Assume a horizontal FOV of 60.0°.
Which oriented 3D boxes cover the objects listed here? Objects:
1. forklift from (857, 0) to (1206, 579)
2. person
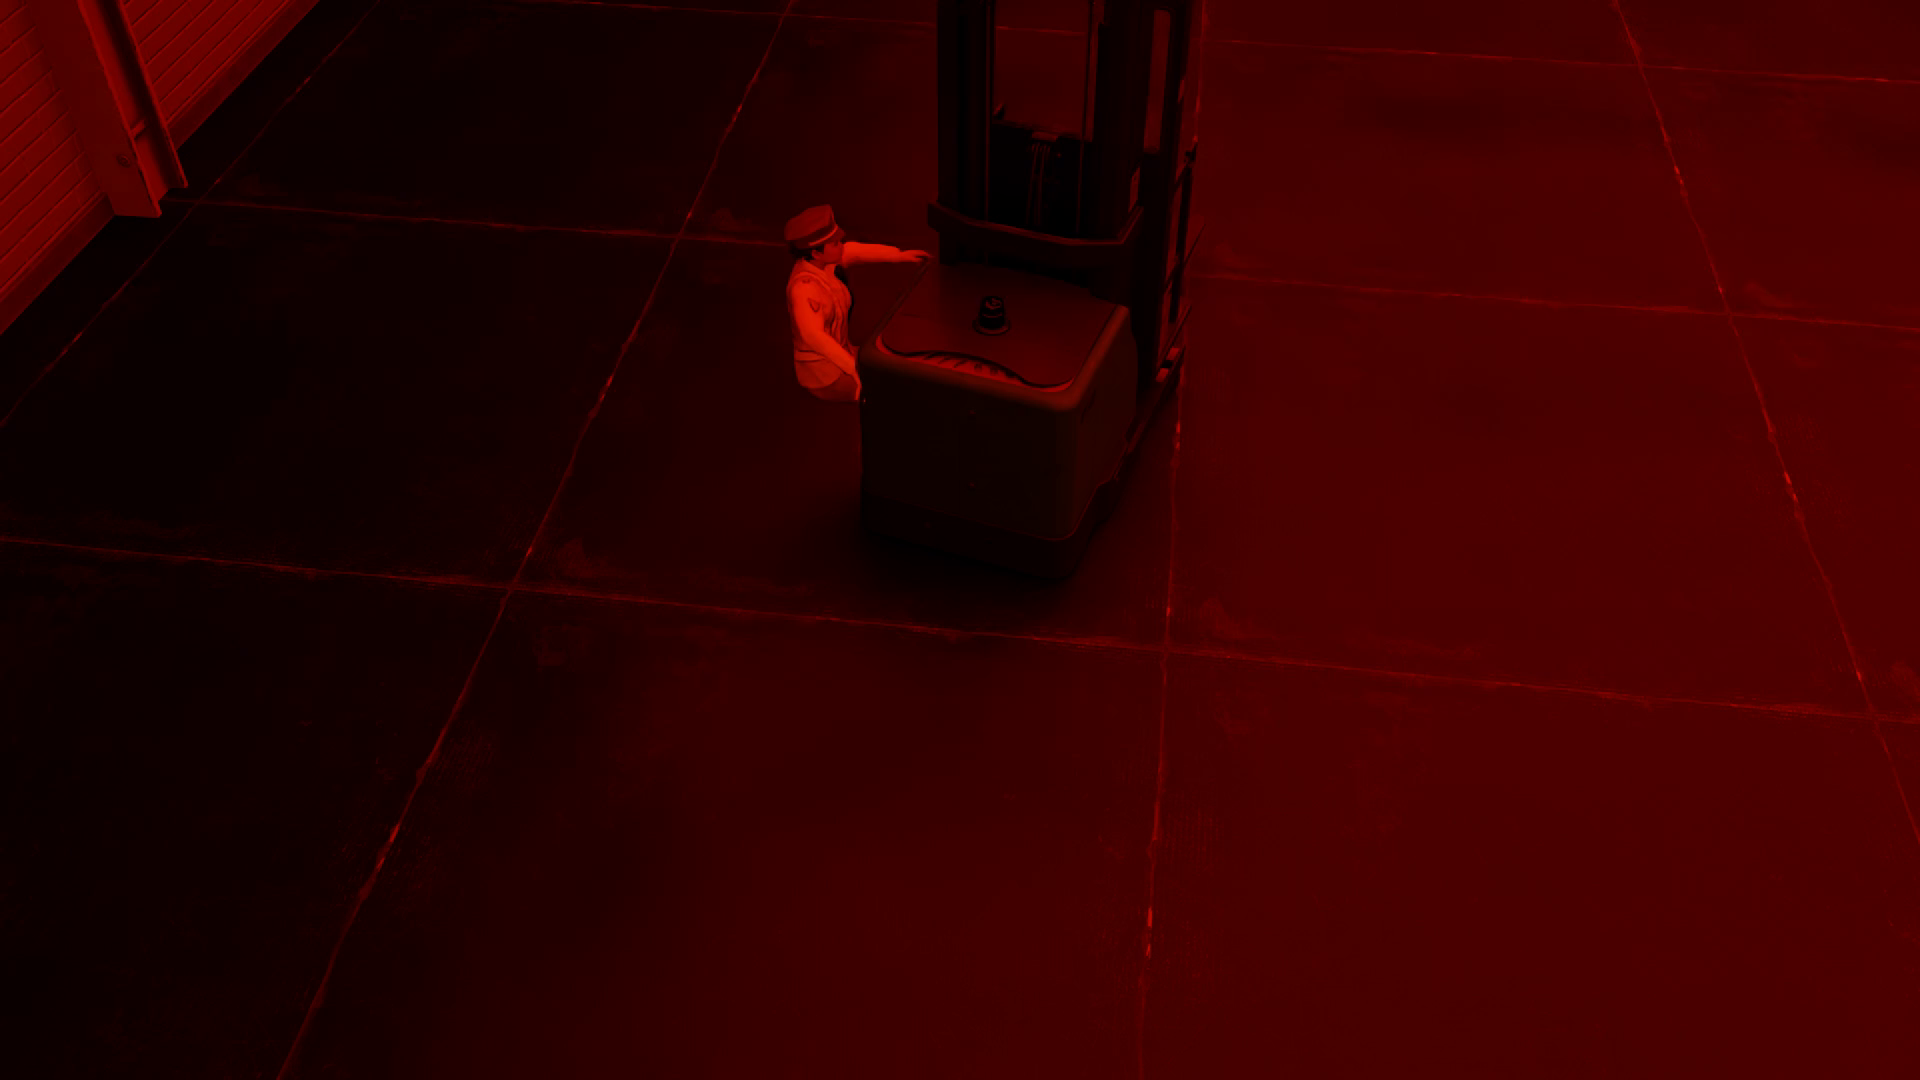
[{"bbox_3d":[0.547,-1.911,7.804,1.130,2.935,3.031,15,45,16],"label":"forklift"},{"bbox_3d":[-0.389,-0.870,7.756,0.795,1.451,0.967,-3,43,-4],"label":"person"}]
